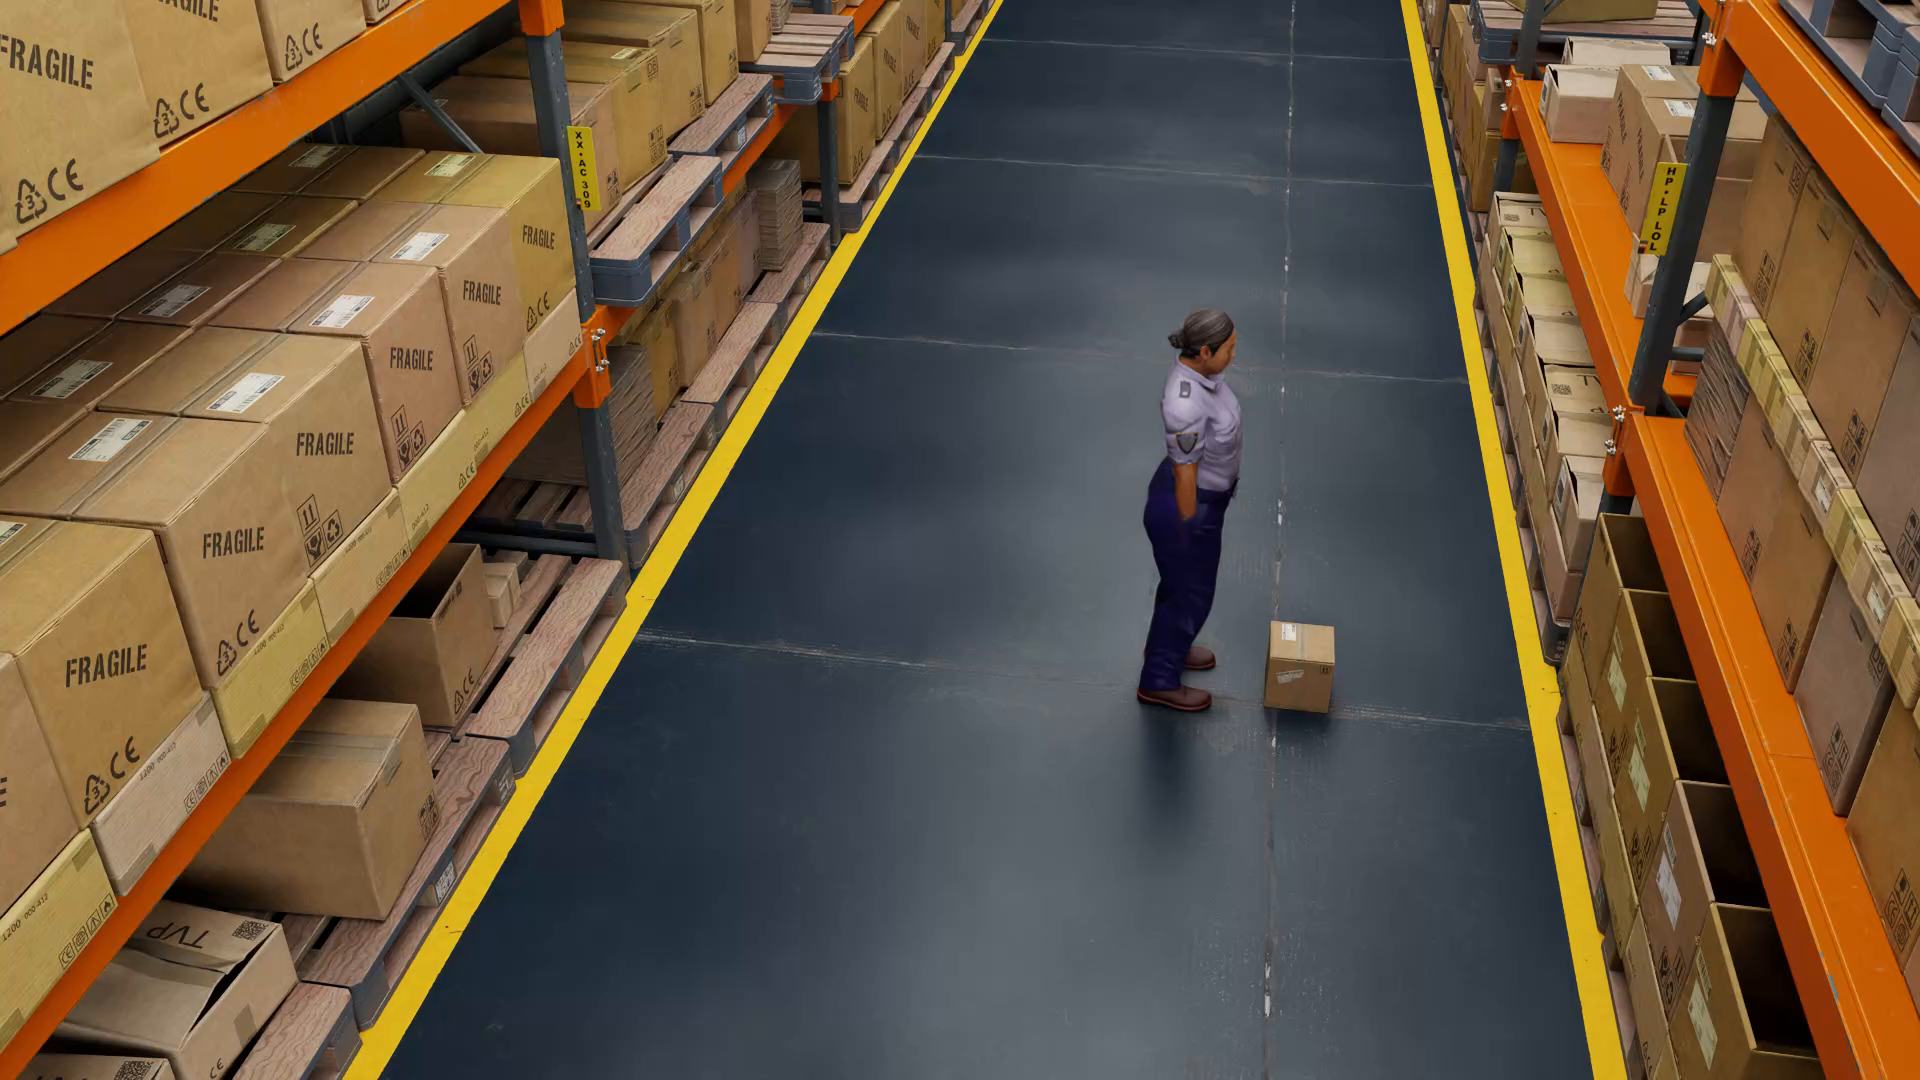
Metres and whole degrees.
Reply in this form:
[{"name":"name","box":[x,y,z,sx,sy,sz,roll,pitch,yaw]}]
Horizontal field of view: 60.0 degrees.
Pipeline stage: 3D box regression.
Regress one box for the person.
[{"name":"person","box":[0.884,-0.130,6.366,0.341,1.643,0.472,6,33,9]}]
